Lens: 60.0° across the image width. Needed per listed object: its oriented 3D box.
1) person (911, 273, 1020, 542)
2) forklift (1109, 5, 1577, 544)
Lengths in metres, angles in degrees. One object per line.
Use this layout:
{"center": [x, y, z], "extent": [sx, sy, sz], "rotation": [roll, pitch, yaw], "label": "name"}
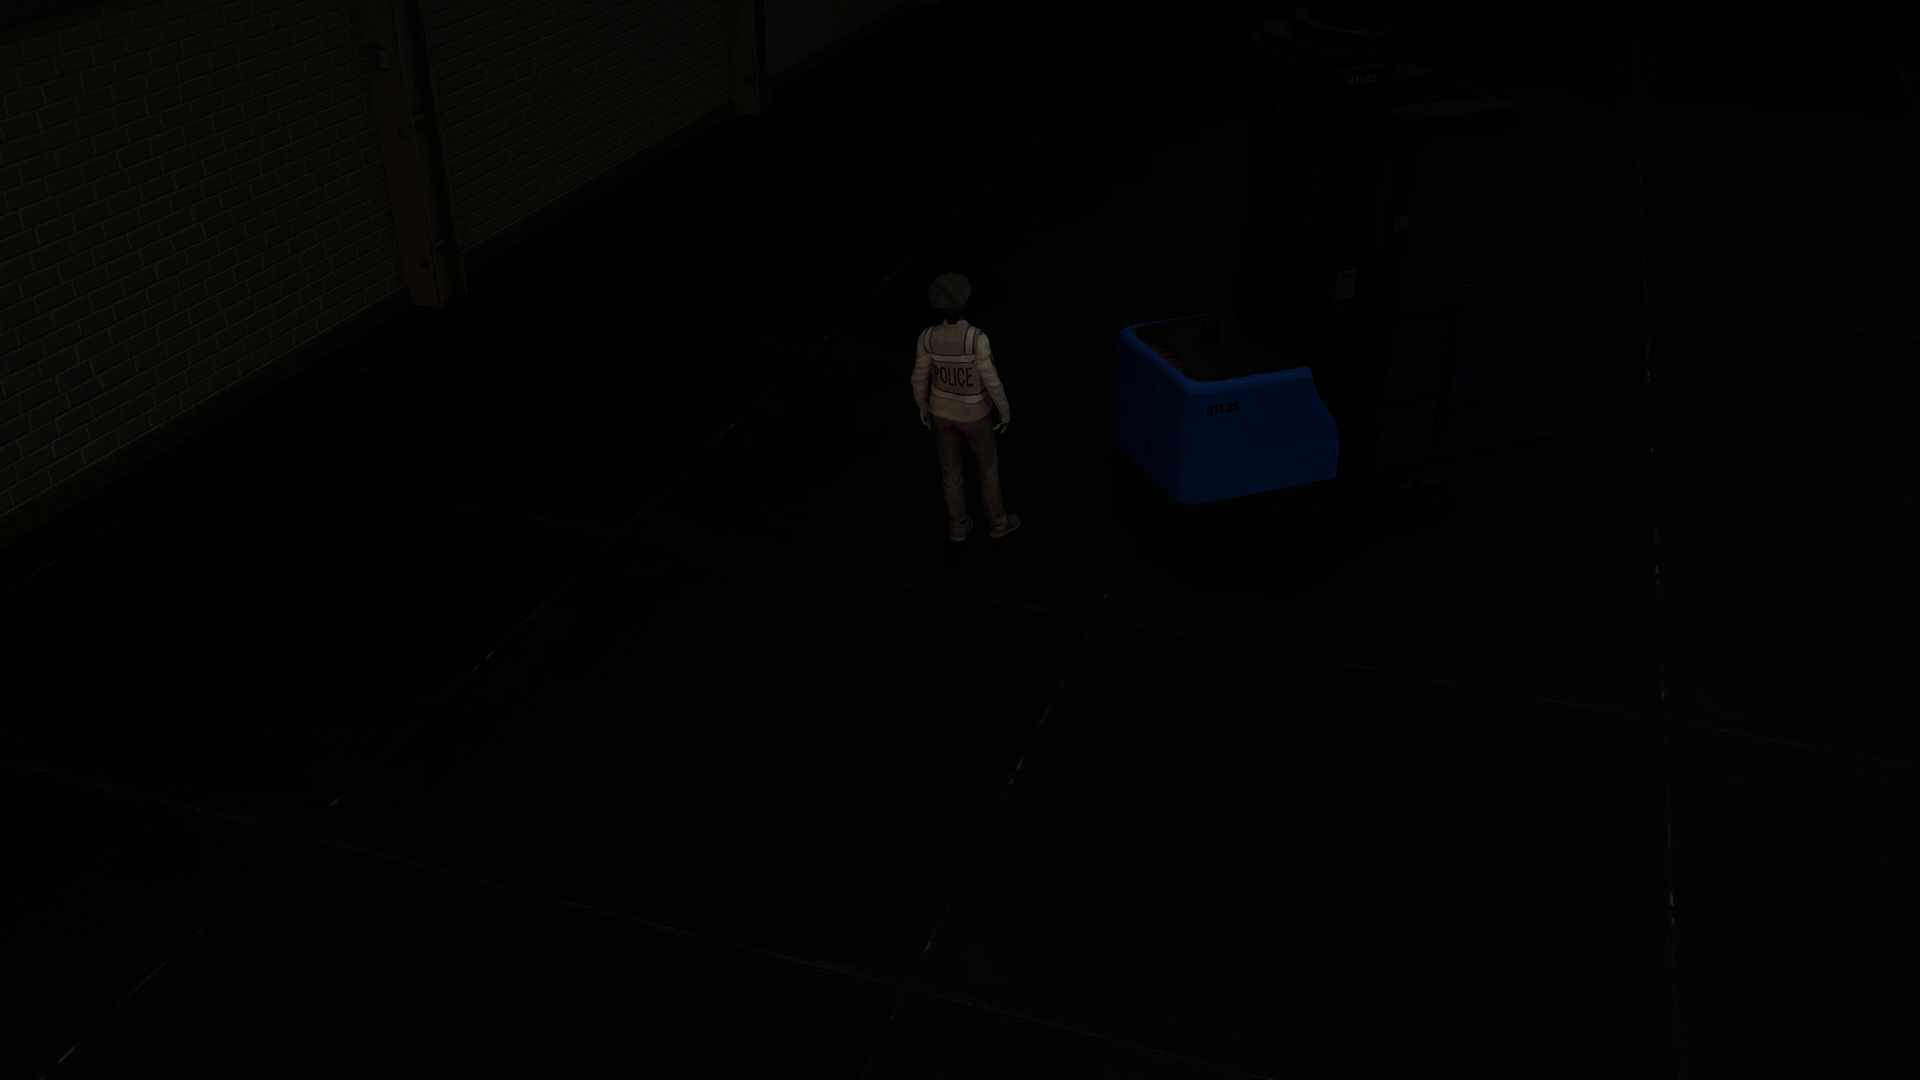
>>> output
{"center": [0.029, -0.774, 9.727], "extent": [0.586, 1.694, 0.532], "rotation": [10, 31, 16], "label": "person"}
{"center": [2.529, -1.697, 10.113], "extent": [3.031, 2.935, 1.130], "rotation": [-11, 31, -18], "label": "forklift"}
